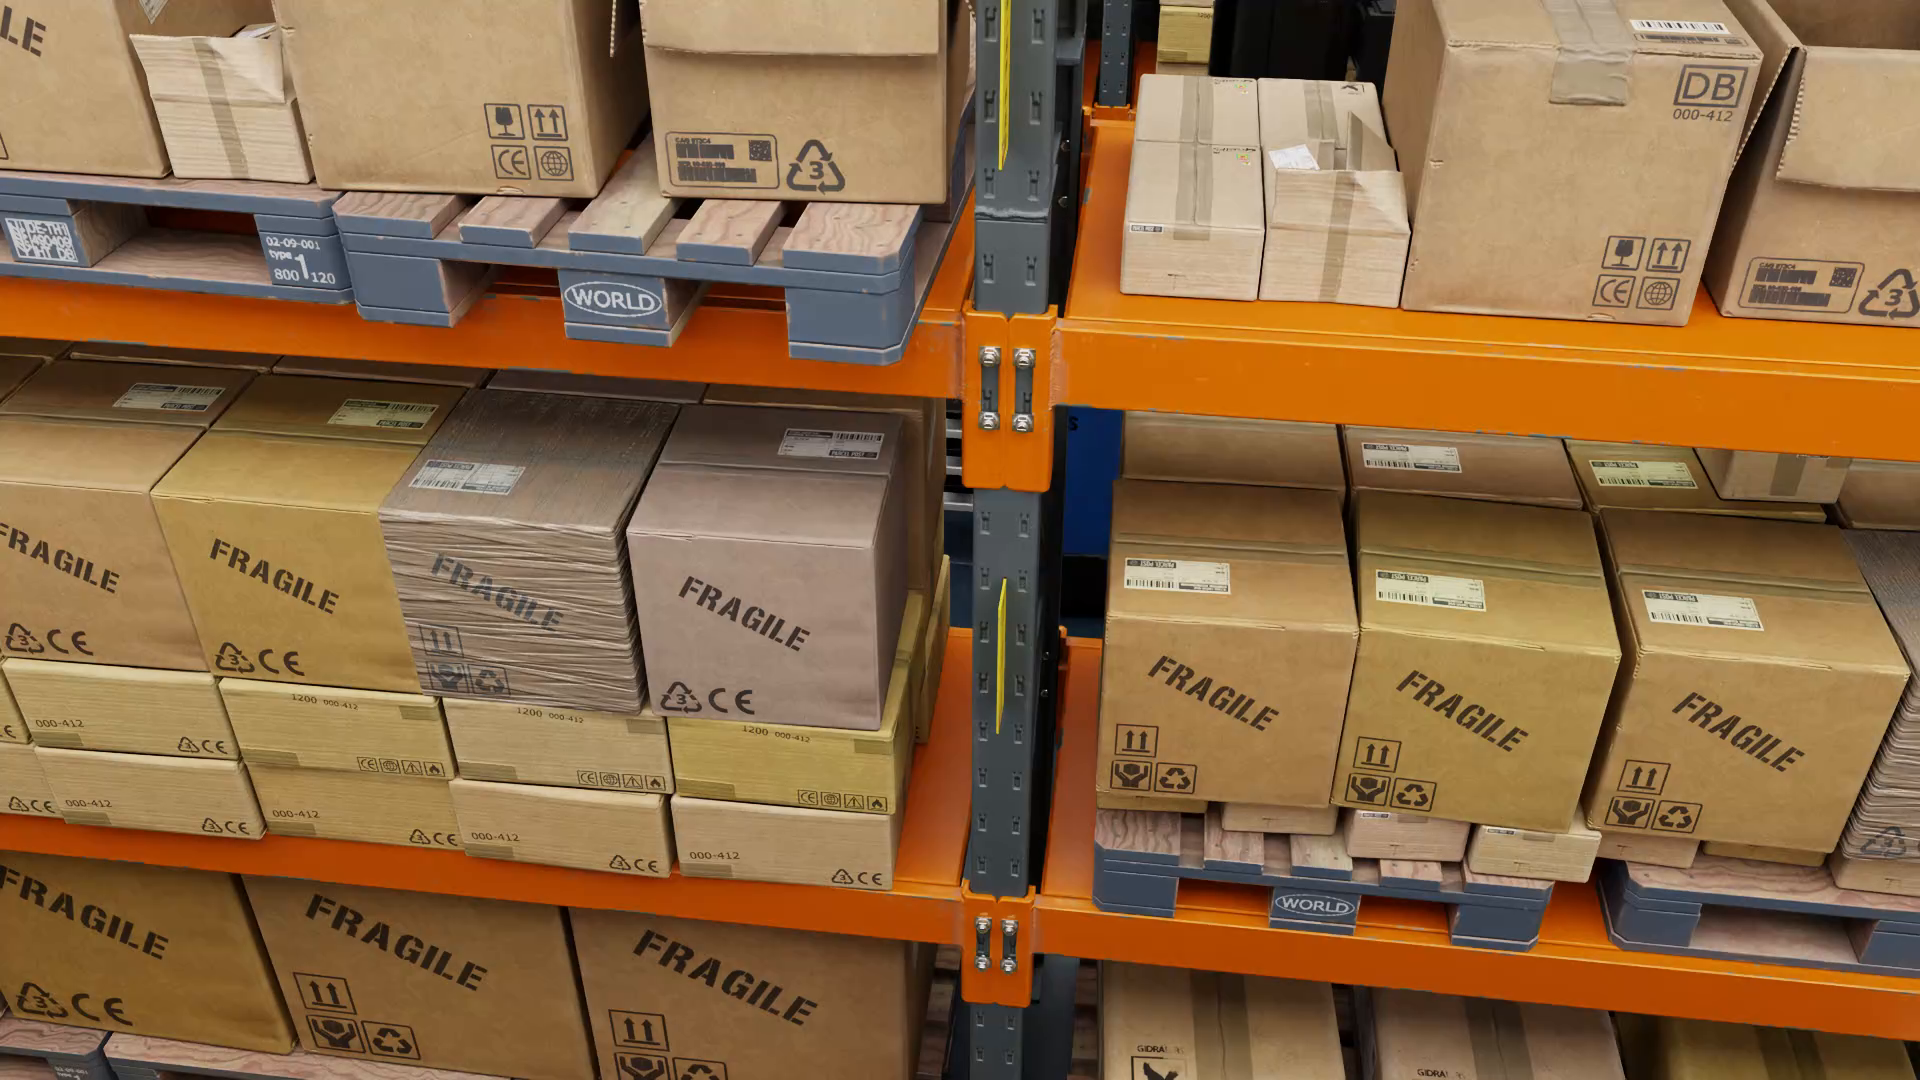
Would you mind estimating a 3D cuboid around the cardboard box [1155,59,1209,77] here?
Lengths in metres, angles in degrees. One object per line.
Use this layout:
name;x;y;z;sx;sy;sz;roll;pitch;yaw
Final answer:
cardboard box;1.188;-2.238;7.933;0.500;0.250;0.500;4;36;6

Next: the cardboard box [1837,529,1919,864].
cardboard box;2.107;0.333;3.498;0.500;0.500;0.500;3;36;4

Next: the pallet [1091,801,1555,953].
pallet;0.871;0.457;4.193;1.003;0.211;1.213;4;36;6

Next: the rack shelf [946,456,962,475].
rack shelf;-0.008;-0.340;7.009;0.200;0.077;0.258;4;36;6

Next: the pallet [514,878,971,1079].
pallet;-0.622;1.421;5.078;1.213;0.211;1.003;4;36;6

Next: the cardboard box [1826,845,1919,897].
cardboard box;2.046;0.597;3.686;0.250;0.149;0.380;5;36;7

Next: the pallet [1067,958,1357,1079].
pallet;0.925;1.581;4.853;1.213;0.211;1.003;4;36;6

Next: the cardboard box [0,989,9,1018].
cardboard box;-3.192;0.785;5.035;0.875;0.875;0.875;5;36;7

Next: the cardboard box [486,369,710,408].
cardboard box;-0.801;-0.269;4.098;0.500;0.500;0.500;4;36;6

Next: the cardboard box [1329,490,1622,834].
cardboard box;1.085;0.256;3.606;0.500;0.500;0.500;6;36;8

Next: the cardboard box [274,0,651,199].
cardboard box;-0.856;-1.009;3.052;0.500;0.500;0.700;3;36;4

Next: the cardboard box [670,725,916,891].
cardboard box;-0.384;0.561;4.012;0.500;0.250;0.500;3;36;4

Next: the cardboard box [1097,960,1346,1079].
cardboard box;0.709;1.334;4.700;0.625;0.372;0.950;2;36;3

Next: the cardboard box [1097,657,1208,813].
cardboard box;0.449;0.450;3.892;0.250;0.149;0.380;2;36;3

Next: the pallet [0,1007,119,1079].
pallet;-3.042;1.240;5.331;1.213;0.211;1.003;4;36;6

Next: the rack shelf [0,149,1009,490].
rack shelf;-1.833;-0.689;3.670;4.000;0.370;1.077;4;36;6

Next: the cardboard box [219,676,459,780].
cardboard box;-1.382;0.293;3.955;0.500;0.250;0.500;3;36;5

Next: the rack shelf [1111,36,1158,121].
rack shelf;2.762;-2.032;8.135;4.000;0.370;1.077;4;36;6

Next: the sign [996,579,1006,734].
sign;0.083;0.236;3.340;0.005;0.325;0.100;4;36;6

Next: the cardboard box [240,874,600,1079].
cardboard box;-1.408;0.914;4.855;0.875;0.875;0.875;5;36;7

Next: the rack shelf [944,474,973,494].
rack shelf;-0.008;-0.267;7.061;0.200;0.077;0.258;4;36;6

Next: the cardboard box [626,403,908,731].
cardboard box;-0.396;0.052;3.648;0.500;0.500;0.500;3;36;5

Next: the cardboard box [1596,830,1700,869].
cardboard box;1.510;0.542;3.763;0.250;0.149;0.380;6;36;9

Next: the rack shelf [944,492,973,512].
rack shelf;-0.008;-0.193;7.113;0.200;0.077;0.258;4;36;6

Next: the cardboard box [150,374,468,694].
cardboard box;-1.398;-0.022;3.752;0.500;0.500;0.500;4;36;6

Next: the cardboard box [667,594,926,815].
cardboard box;-0.363;0.355;3.869;0.500;0.250;0.500;4;36;6

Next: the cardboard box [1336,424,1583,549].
cardboard box;1.151;-0.040;4.020;0.500;0.500;0.500;4;36;5

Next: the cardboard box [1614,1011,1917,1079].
cardboard box;2.194;1.443;4.547;0.625;0.372;0.950;5;36;8

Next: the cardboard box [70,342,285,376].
cardboard box;-1.812;-0.355;4.219;0.500;0.500;0.500;5;36;7

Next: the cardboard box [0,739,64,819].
cardboard box;-2.395;0.422;4.206;0.500;0.250;0.500;4;36;6

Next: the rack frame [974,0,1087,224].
rack frame;0.150;-2.055;2.382;0.127;3.000;1.000;4;36;6

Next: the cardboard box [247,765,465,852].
cardboard box;-1.391;0.485;4.117;0.500;0.250;0.500;4;36;5

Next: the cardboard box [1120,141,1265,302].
cardboard box;0.441;-0.610;3.157;0.250;0.149;0.380;4;36;6

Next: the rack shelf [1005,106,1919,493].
rack shelf;2.134;-0.393;3.255;4.000;0.370;1.077;4;36;6

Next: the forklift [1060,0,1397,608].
forklift;1.646;-1.153;6.342;3.031;2.935;1.130;1;36;2

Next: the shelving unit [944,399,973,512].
shelving unit;-0.008;-0.367;6.989;0.210;0.900;0.258;4;36;6

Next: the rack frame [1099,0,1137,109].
rack frame;0.779;-2.473;8.133;0.127;3.000;1.000;4;36;6

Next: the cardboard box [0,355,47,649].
cardboard box;-2.412;-0.098;3.858;0.500;0.500;0.500;3;36;5

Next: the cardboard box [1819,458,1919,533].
cardboard box;2.193;0.038;3.912;0.500;0.500;0.500;3;36;4

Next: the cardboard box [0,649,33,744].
cardboard box;-2.399;0.219;4.060;0.500;0.250;0.500;5;36;7

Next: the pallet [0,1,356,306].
pallet;-1.605;-0.855;3.446;1.213;0.211;1.003;6;36;8

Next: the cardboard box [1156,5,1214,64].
cardboard box;1.185;-2.427;7.768;0.500;0.250;0.500;4;36;6

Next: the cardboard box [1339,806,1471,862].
cardboard box;0.991;0.537;3.770;0.250;0.149;0.380;2;36;3

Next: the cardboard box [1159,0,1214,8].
cardboard box;1.057;-2.584;7.645;0.250;0.149;0.380;5;36;7

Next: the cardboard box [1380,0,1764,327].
cardboard box;1.089;-0.798;3.118;0.500;0.500;0.700;4;36;6

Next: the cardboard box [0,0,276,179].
cardboard box;-1.635;-1.009;3.051;0.500;0.500;0.500;5;36;6

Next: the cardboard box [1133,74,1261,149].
cardboard box;0.489;-0.829;3.464;0.250;0.149;0.380;4;36;6
